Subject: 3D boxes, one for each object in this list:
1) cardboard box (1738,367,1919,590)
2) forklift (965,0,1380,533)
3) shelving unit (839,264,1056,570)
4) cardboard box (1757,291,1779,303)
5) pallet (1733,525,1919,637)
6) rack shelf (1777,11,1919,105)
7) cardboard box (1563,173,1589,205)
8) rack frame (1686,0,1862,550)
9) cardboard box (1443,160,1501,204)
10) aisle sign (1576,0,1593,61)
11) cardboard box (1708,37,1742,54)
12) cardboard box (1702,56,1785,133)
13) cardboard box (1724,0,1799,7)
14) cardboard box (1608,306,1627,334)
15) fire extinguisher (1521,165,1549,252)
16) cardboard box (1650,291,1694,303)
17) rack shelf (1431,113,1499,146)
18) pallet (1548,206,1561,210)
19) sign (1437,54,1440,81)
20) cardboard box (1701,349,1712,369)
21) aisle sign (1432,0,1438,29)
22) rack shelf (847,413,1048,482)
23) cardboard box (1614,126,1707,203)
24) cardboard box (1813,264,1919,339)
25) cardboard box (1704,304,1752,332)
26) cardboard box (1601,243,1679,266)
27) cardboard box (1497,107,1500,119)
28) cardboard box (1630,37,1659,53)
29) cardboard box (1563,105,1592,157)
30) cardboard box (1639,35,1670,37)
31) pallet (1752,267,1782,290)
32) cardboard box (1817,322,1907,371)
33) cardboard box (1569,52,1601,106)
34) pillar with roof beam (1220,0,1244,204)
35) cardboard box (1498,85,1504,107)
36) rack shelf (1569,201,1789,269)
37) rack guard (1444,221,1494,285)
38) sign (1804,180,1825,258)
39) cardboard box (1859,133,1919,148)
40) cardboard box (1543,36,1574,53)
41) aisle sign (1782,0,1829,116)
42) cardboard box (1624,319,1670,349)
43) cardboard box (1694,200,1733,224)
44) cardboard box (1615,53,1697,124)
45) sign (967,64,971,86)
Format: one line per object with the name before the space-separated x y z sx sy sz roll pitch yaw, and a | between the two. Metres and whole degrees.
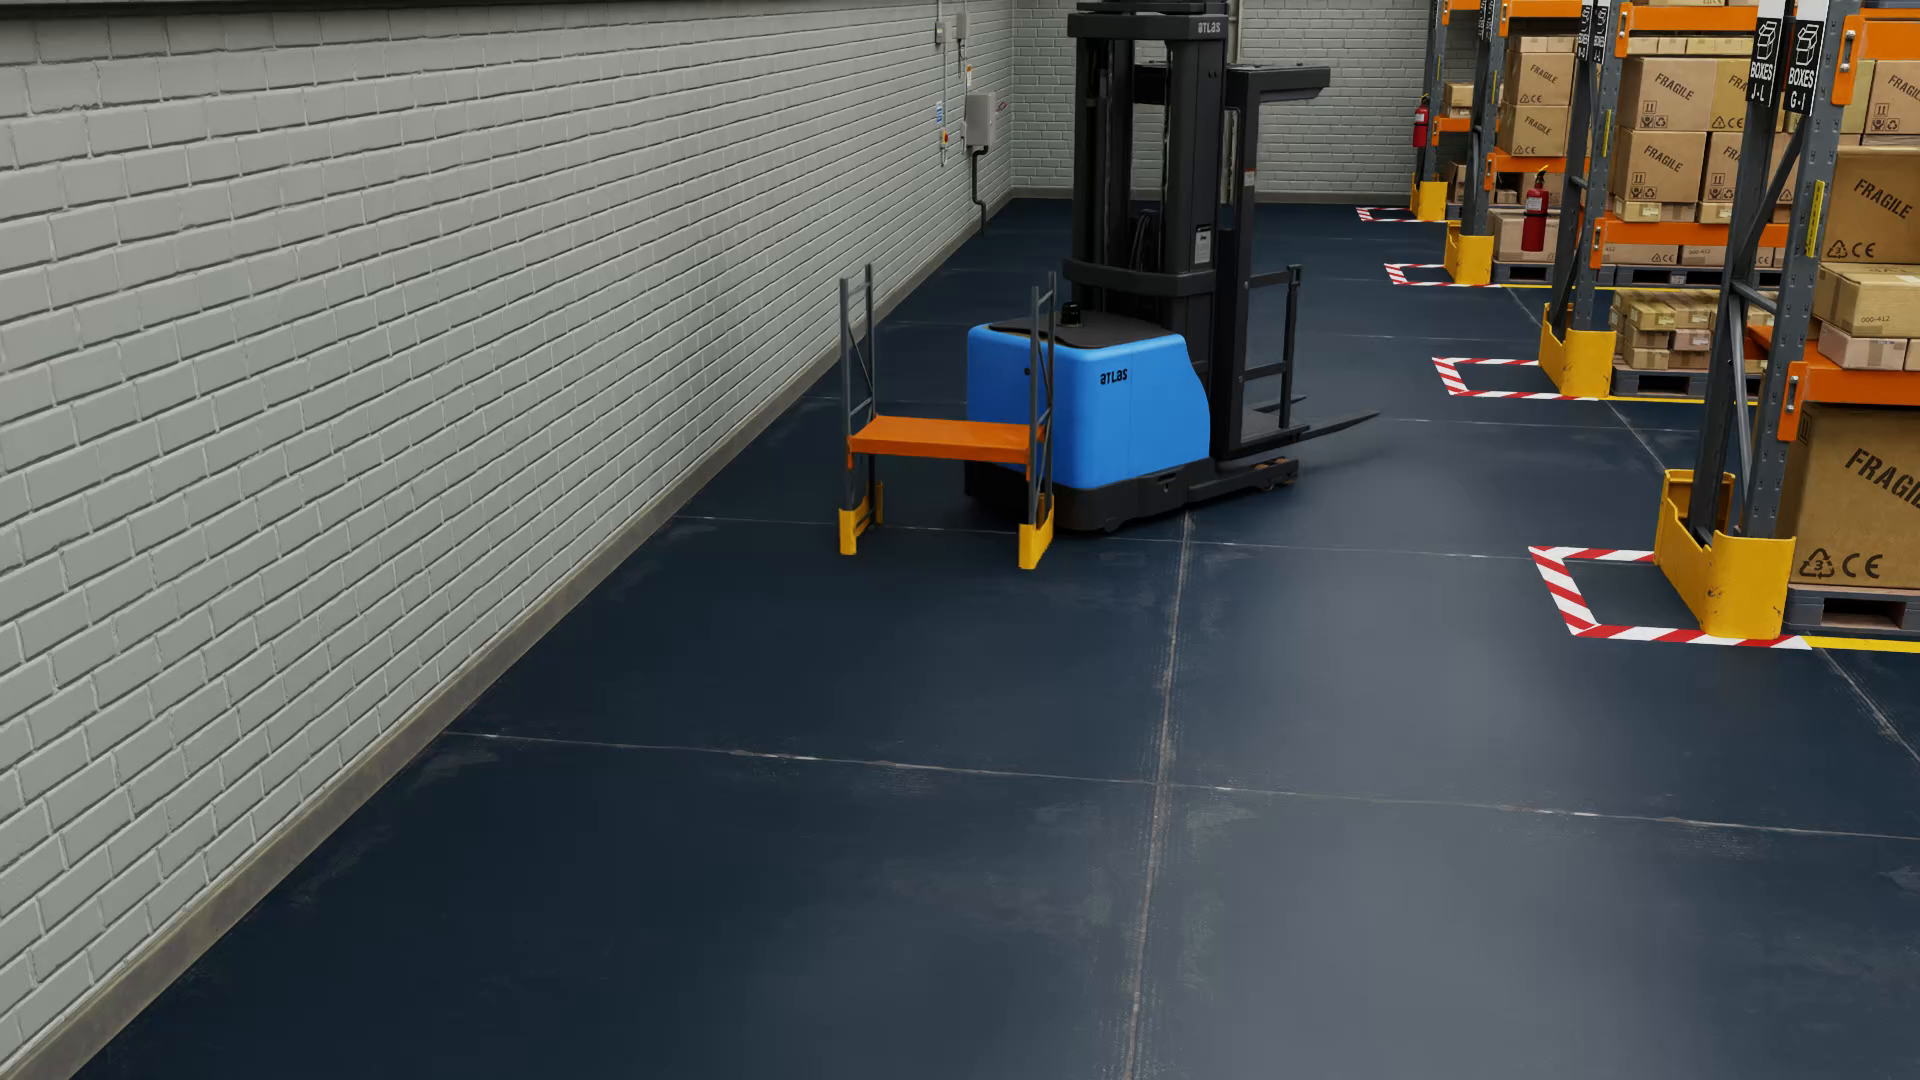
cardboard box | 4.488 -0.318 8.214 0.875 0.875 0.875 3 19 9
forklift | 1.467 -1.799 10.062 3.031 2.935 1.130 -16 24 -39
shelving unit | -0.066 -0.681 8.976 1.083 1.500 0.587 5 19 13
cardboard box | 6.327 -1.832 12.944 0.250 0.149 0.380 4 19 11
pallet | 4.645 0.204 8.360 1.213 0.211 1.003 3 19 9
rack shelf | 5.818 -2.115 7.302 4.000 0.370 1.077 3 19 9
cardboard box | 8.132 -4.634 21.703 0.500 0.500 0.500 3 19 10
rack frame | 3.843 -1.134 7.965 0.127 3.000 1.000 3 19 9
cardboard box | 6.788 -4.749 22.040 0.637 0.503 0.797 2 19 6
aisle sign | 4.705 -4.013 12.473 0.004 0.787 0.394 3 19 9
cardboard box | 7.513 -4.874 16.387 0.250 0.149 0.380 3 19 9
cardboard box | 5.630 -3.216 11.986 0.500 0.500 0.500 3 19 10
cardboard box | 5.652 -3.903 11.751 0.500 0.250 0.500 4 19 10
cardboard box | 5.296 -1.734 13.120 0.250 0.149 0.380 2 19 7
fire extinguisher | 4.554 -2.626 13.135 0.183 0.674 0.296 3 19 9
cardboard box | 5.532 -1.834 12.951 0.250 0.149 0.380 3 19 10
rack shelf | 8.173 -5.352 21.705 4.000 0.370 1.077 3 19 9
pallet | 8.262 -4.365 22.018 1.213 0.211 1.003 3 19 9
sign | 6.113 -6.034 21.246 0.005 0.325 0.100 3 19 9
cardboard box | 5.714 -1.405 12.607 0.250 0.149 0.380 3 19 9
aisle sign | 6.085 -6.938 21.214 0.004 0.787 0.394 3 19 9
rack shelf | -0.058 -0.510 9.031 1.000 0.185 0.538 5 19 13
cardboard box | 5.129 -2.762 12.204 0.500 0.500 0.500 4 19 11
cardboard box | 4.274 -1.095 7.616 0.500 0.250 0.500 2 19 7
cardboard box | 5.713 -1.650 12.401 0.250 0.149 0.380 3 19 9
cardboard box | 6.987 -3.177 17.448 0.875 0.438 0.875 3 19 10
cardboard box | 7.003 -5.571 21.623 0.250 0.149 0.380 3 19 8
cardboard box | 6.761 -4.919 16.521 0.250 0.149 0.380 3 19 9
cardboard box | 6.347 -4.155 16.837 0.500 0.500 0.500 3 19 8
cardboard box | 7.070 -5.065 16.959 0.250 0.149 0.380 3 19 10
pallet | 8.626 -2.778 17.272 1.213 0.211 1.003 3 19 9
cardboard box | 4.141 -0.893 7.642 0.250 0.149 0.380 3 19 9
cardboard box | 6.355 -4.623 16.659 0.500 0.500 0.500 2 19 7
pillar with roof beam | 2.997 -7.708 18.158 0.400 9.000 9.100 3 19 9
cardboard box | 7.102 -5.731 21.472 0.500 0.250 0.500 3 19 9
rack shelf | 6.704 -2.241 12.407 4.000 0.370 1.077 3 19 9
rack guard | 5.391 -3.054 17.644 0.348 0.500 1.175 3 19 9
sign | 3.749 -1.408 7.296 0.005 0.325 0.100 3 19 9
cardboard box | 6.647 -2.691 11.991 0.500 0.500 0.500 2 19 7
cardboard box | 5.992 -4.972 16.681 0.250 0.149 0.380 3 19 10
aisle sign | 3.725 -2.276 7.282 0.004 0.787 0.394 3 19 9
cardboard box | 5.206 -1.564 12.613 0.250 0.149 0.380 4 19 11
cardboard box | 5.513 -2.414 12.188 0.250 0.149 0.380 2 19 7
cardboard box | 5.221 -3.400 12.536 0.500 0.500 0.500 3 19 8
sign | 0.108 -5.551 19.863 0.001 0.242 0.339 3 19 9
